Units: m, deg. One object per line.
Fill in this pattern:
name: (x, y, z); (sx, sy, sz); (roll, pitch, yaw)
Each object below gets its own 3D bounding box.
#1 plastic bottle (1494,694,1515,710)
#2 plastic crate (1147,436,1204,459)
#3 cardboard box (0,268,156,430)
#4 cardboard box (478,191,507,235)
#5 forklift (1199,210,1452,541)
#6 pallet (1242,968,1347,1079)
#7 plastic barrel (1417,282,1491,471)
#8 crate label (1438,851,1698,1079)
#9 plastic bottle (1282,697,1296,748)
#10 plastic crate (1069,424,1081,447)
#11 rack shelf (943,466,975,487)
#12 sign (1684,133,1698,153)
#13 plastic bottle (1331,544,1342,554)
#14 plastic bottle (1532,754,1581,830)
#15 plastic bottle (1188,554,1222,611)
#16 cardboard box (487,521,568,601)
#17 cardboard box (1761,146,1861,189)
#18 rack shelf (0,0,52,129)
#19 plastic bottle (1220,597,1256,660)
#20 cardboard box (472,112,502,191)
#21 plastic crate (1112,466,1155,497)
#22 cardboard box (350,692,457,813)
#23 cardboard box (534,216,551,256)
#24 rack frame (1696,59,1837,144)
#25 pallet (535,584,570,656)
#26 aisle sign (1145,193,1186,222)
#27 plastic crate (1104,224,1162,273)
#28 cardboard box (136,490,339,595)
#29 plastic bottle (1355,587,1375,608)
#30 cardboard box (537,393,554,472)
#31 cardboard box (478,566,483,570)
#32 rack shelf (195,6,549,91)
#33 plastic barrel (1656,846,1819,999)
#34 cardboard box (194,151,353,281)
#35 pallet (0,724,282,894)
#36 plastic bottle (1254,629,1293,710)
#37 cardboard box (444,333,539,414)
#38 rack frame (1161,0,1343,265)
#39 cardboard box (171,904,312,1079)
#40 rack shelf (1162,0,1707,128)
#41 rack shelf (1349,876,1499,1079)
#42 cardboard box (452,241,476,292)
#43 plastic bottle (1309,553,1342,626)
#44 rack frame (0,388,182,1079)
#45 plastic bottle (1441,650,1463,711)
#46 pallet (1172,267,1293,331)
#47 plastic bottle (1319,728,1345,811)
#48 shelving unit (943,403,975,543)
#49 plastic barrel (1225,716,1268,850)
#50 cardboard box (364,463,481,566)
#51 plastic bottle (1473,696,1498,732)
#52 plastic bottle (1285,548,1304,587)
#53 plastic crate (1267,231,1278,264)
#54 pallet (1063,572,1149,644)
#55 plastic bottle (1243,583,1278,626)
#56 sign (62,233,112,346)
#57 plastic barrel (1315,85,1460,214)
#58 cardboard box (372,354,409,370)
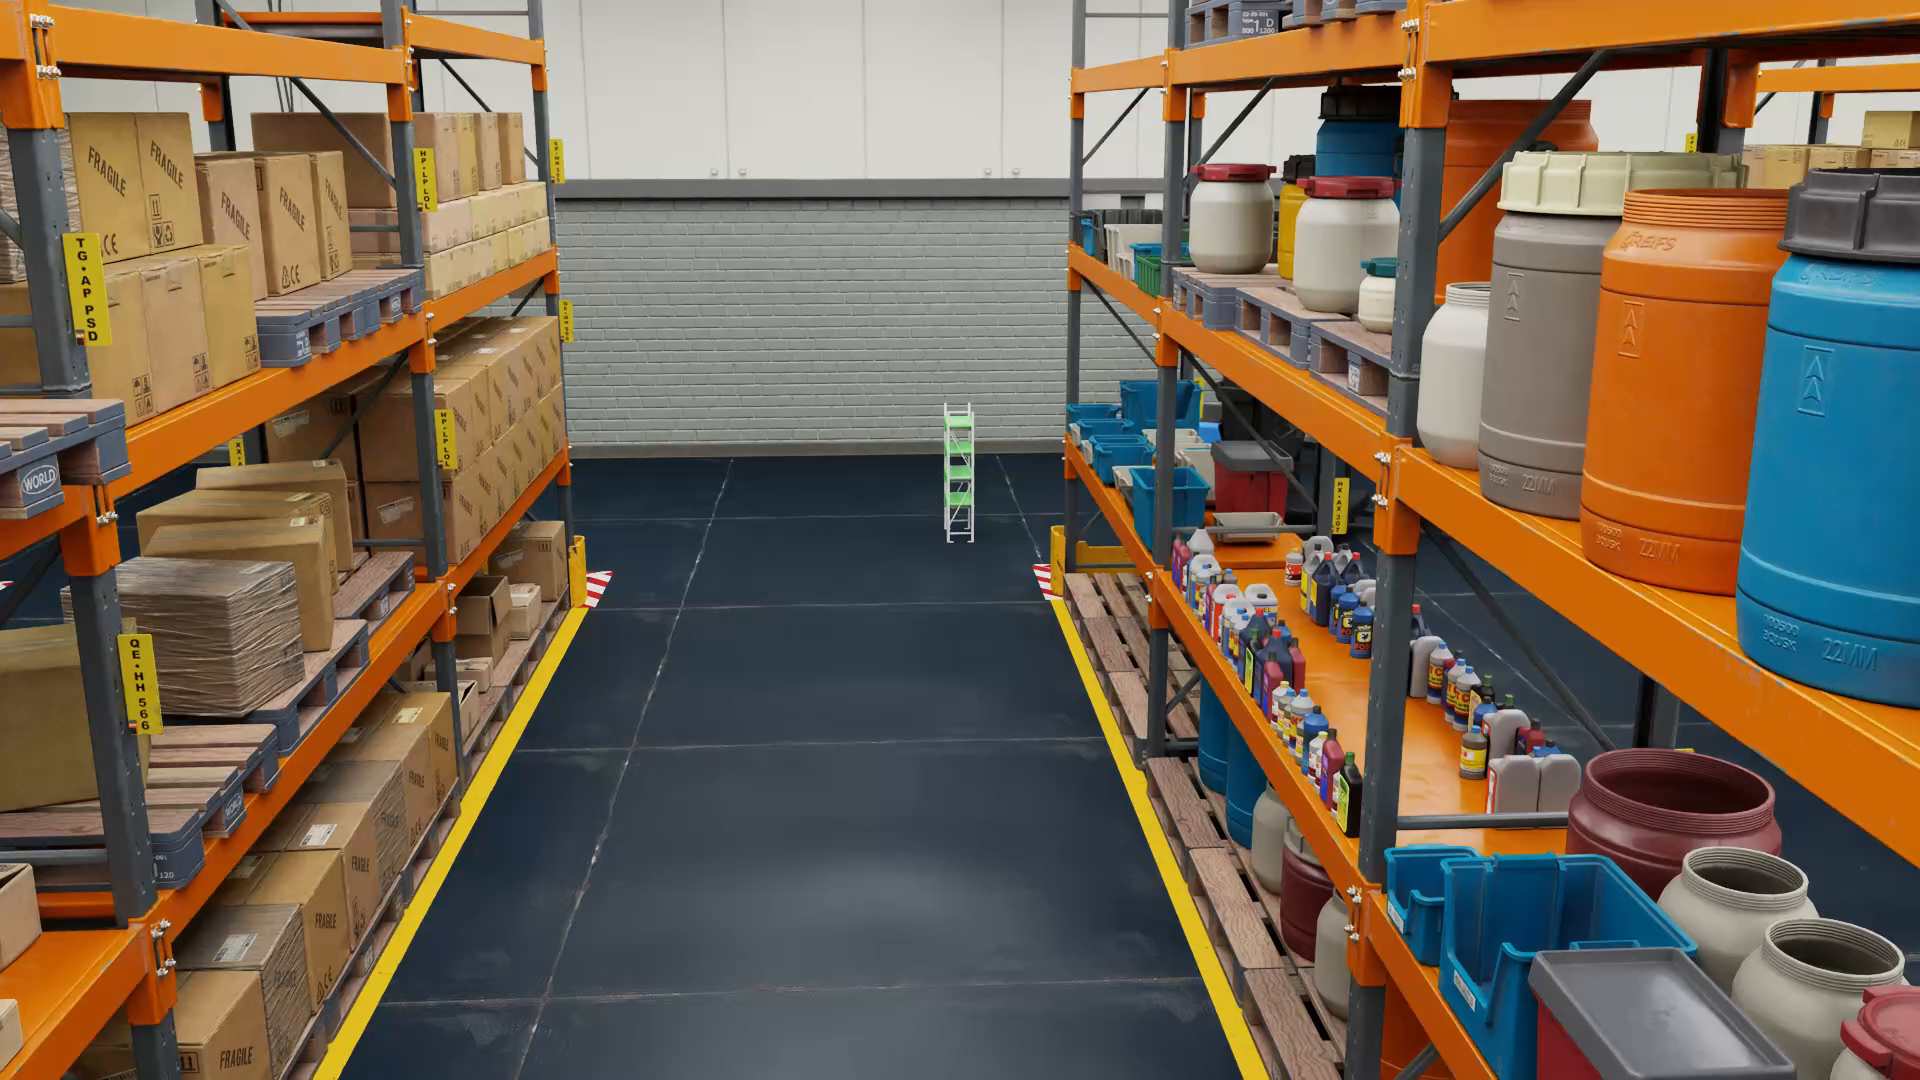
plastic bottle: (2.152, 0.739, 6.592); (0.061, 0.283, 0.133); (-1, 14, -3)
plastic crate: (1.587, -0.674, 12.260); (0.396, 0.136, 0.243); (-1, 14, -3)
cardboard box: (-3.157, -0.589, 5.301); (0.910, 0.500, 0.500); (-1, 14, -3)
cardboard box: (-3.210, -2.095, 10.652); (0.500, 0.250, 0.500); (-1, 14, -3)
forklift: (3.186, -1.461, 15.047); (3.031, 2.935, 1.130); (7, 16, 25)
pallet: (1.757, 2.099, 6.668); (1.003, 0.211, 1.213); (-1, 14, -3)
plastic barrel: (1.561, -0.481, 4.854); (0.421, 0.512, 0.421); (0, 14, 0)
crate label: (1.639, 1.178, 4.580); (0.502, 0.435, 0.616); (-1, 14, -3)
plastic bottle: (1.364, 0.739, 6.757); (0.097, 0.201, 0.097); (0, 14, 0)
plastic crate: (0.976, -0.799, 12.745); (0.250, 0.136, 0.298); (-1, 14, -3)
rack shelf: (-0.010, -0.560, 15.276); (0.258, 0.148, 0.480); (-1, 14, -3)
sign: (5.741, -3.029, 13.071); (0.100, 0.325, 0.005); (-1, 14, -3)
plastic bottle: (2.007, 0.156, 8.859); (0.061, 0.283, 0.133); (-1, 14, -3)
plastic bottle: (2.144, 0.892, 6.014); (0.152, 0.276, 0.135); (-1, 14, -3)
plastic bottle: (1.271, 0.221, 8.619); (0.152, 0.276, 0.135); (-1, 14, -3)
cardboard box: (-3.312, 0.159, 12.746); (0.500, 0.500, 0.500); (-1, 14, -3)
cardboard box: (6.296, -2.605, 12.089); (0.700, 0.500, 0.500); (-1, 14, -5)
rack shelf: (-2.972, -0.846, 2.726); (1.077, 0.370, 4.000); (-1, 14, -3)
plastic bottle: (1.320, 0.418, 7.853); (0.152, 0.276, 0.135); (-1, 14, -3)
cardboard box: (-3.459, -2.579, 11.028); (0.700, 0.500, 0.500); (-1, 14, -3)
plastic crate: (1.192, -0.380, 11.118); (0.293, 0.136, 0.466); (-1, 14, -3)
cardboard box: (-3.027, 1.141, 8.930); (0.500, 0.500, 0.500); (-1, 14, -4)
cardboard box: (-3.297, -2.226, 12.164); (0.500, 0.250, 0.500); (-1, 14, -3)
rack frame: (6.296, -4.027, 12.843); (1.000, 3.000, 0.127); (-1, 14, -3)
pallet: (-3.537, 0.598, 12.503); (1.003, 0.211, 1.213); (-1, 14, -3)
aisle sign: (1.640, -2.327, 13.057); (0.394, 0.787, 0.004); (-1, 14, -3)
plastic crate: (1.181, -1.885, 10.774); (0.437, 0.282, 0.530); (-1, 14, -3)
cardboard box: (-3.432, 0.064, 7.937); (0.700, 0.500, 0.500); (1, 14, 5)
plastic bottle: (2.009, 0.352, 8.110); (0.152, 0.276, 0.135); (-1, 14, -3)
cardboard box: (-3.257, -0.782, 12.070); (0.500, 0.500, 0.500); (-1, 14, -3)
cardboard box: (-3.909, 0.307, 12.875); (0.380, 0.149, 0.250); (-1, 14, -3)
rack shelf: (-3.468, -3.028, 10.409); (1.077, 0.370, 4.000); (-1, 14, -3)
plastic barrel: (2.125, 1.143, 4.565); (0.421, 0.512, 0.421); (0, 14, 0)
cardboard box: (-3.386, -1.602, 8.191); (0.600, 0.600, 0.600); (-2, 15, -9)
pallet: (-3.208, 0.945, 5.942); (1.213, 0.211, 1.003); (-1, 14, -3)
plastic bottle: (1.358, 0.550, 7.193); (0.144, 0.351, 0.185); (-1, 14, -3)
cardboard box: (-3.221, -1.142, 11.460); (0.500, 0.500, 0.500); (0, 14, -2)
rack frame: (1.600, -2.956, 8.680); (1.000, 3.000, 0.127); (-1, 14, -3)
cardboard box: (-2.877, 1.769, 6.487); (0.500, 0.500, 0.500); (-1, 14, -5)
rack shelf: (1.724, -1.917, 6.886); (1.077, 0.370, 4.000); (-1, 14, -3)
rack shelf: (1.972, 1.790, 3.717); (1.077, 0.370, 4.000); (-1, 14, -3)
cardboard box: (-3.154, -1.604, 9.747); (0.500, 0.250, 0.500); (-1, 14, -3)
plastic bottle: (1.851, 0.245, 8.377); (0.144, 0.351, 0.185); (-1, 14, -3)
rack frame: (-3.096, 1.020, 5.267); (1.000, 3.000, 0.127); (-1, 14, -3)
plastic bottle: (2.118, 0.600, 7.133); (0.061, 0.283, 0.133); (-1, 14, -3)
pallet: (1.746, -1.218, 8.325); (1.213, 0.211, 1.003); (-1, 14, -3)
plastic bottle: (1.383, 0.849, 6.164); (0.061, 0.283, 0.133); (-1, 14, -3)
shelving unit: (-0.010, -0.622, 15.260); (0.258, 1.200, 0.503); (-1, 14, -3)
plastic barrel: (1.661, 1.074, 8.425); (0.600, 0.901, 0.708); (-1, 14, -3)
cardboard box: (-3.104, -0.155, 9.630); (0.500, 0.500, 0.500); (-1, 14, -2)
plastic bottle: (2.074, 0.750, 6.572); (0.097, 0.271, 0.097); (0, 14, 0)
plastic bottle: (1.824, 0.145, 9.065); (0.097, 0.201, 0.097); (0, 14, 0)
plastic crate: (1.797, -1.753, 10.287); (0.497, 0.269, 0.590); (-1, 14, -3)
pallet: (1.365, 0.511, 12.841); (1.003, 0.211, 1.213); (-1, 14, -3)
plastic bottle: (1.458, 0.358, 8.086); (0.152, 0.276, 0.135); (-1, 14, -3)
sign: (-2.542, -0.728, 4.844); (0.100, 0.325, 0.005); (-1, 14, -3)
plastic barrel: (1.858, -1.527, 7.298); (0.600, 0.901, 0.708); (-1, 14, -3)
cardboard box: (-3.699, -0.882, 10.452); (0.500, 0.500, 0.500); (-1, 14, -3)
